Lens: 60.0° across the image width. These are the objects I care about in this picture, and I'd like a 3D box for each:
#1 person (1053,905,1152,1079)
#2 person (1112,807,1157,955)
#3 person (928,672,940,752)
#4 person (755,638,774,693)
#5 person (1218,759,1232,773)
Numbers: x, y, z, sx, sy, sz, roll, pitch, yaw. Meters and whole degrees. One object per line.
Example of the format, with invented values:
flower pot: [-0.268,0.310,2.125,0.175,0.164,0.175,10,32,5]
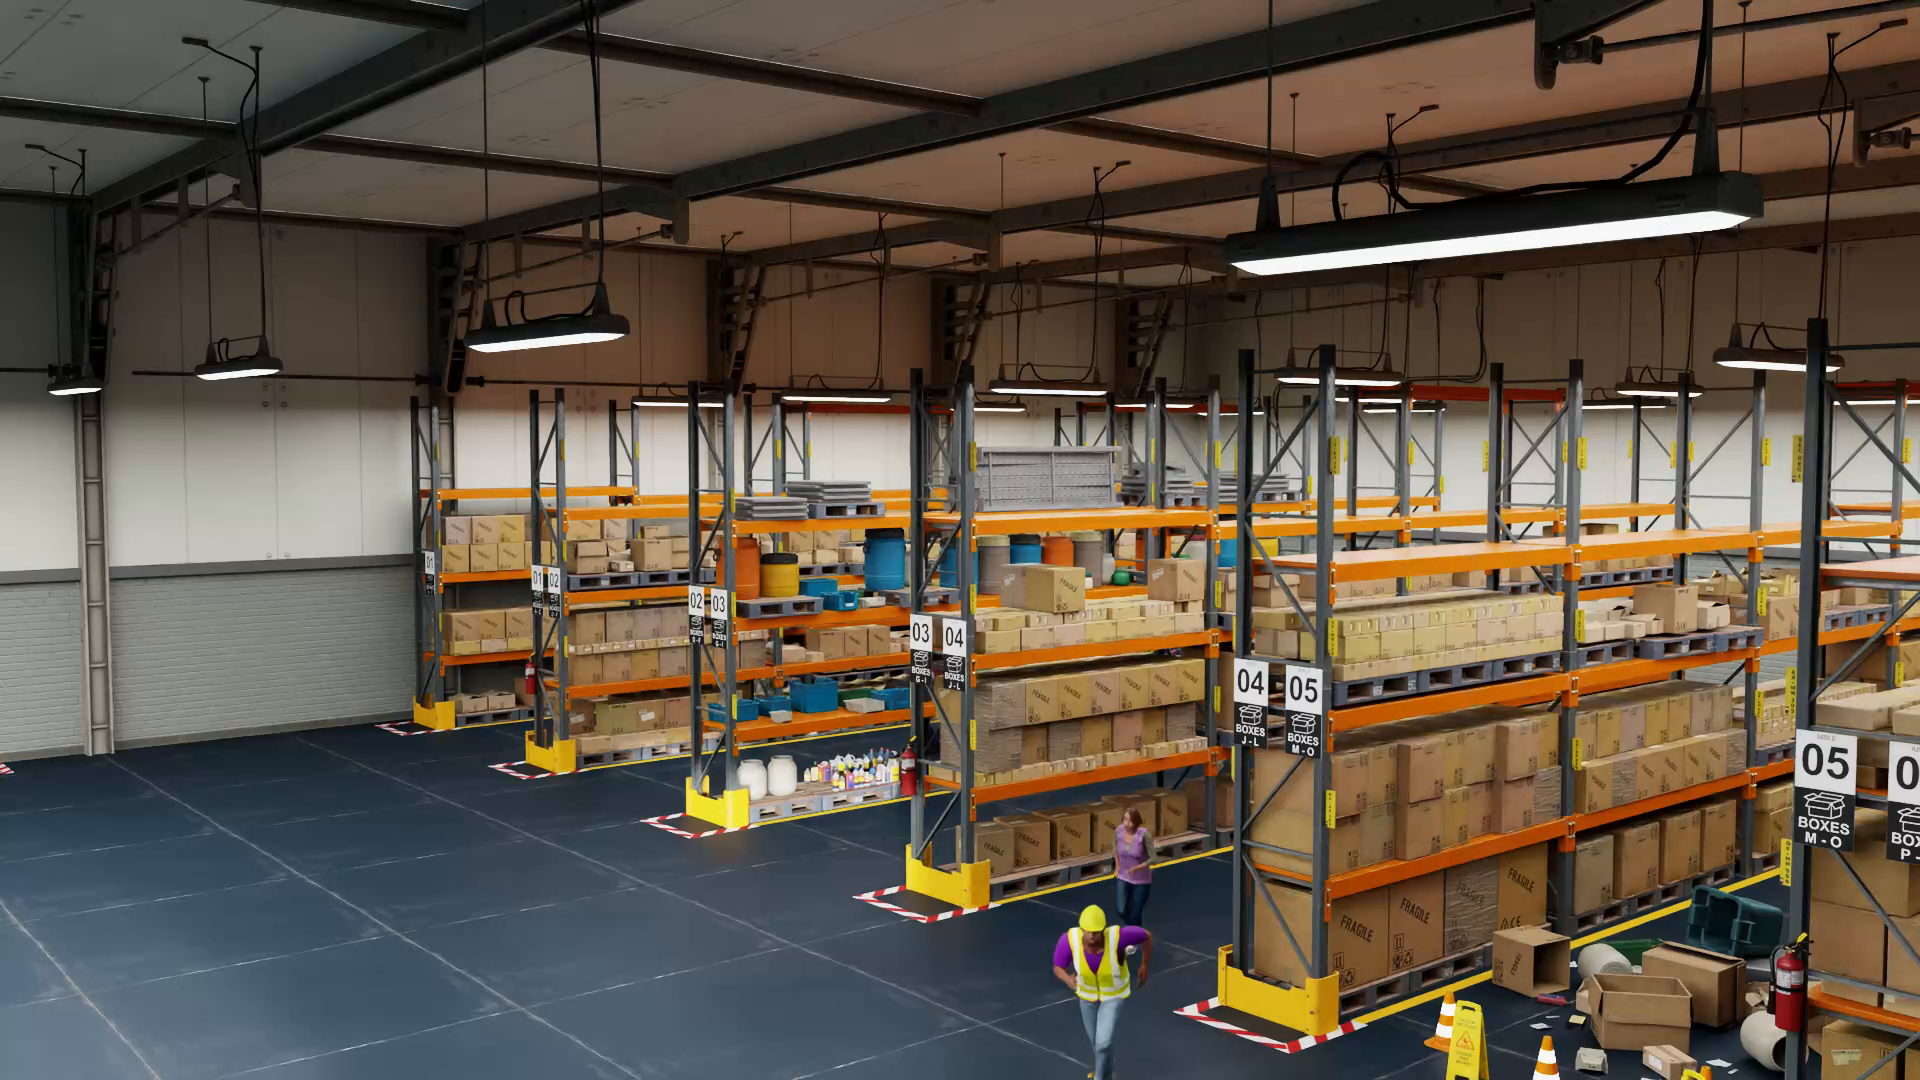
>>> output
person: [1.116,3.599,12.944,0.745,1.703,1.006,1,3,15]
person: [1.702,3.411,16.618,0.470,1.541,0.588,1,4,21]
person: [-0.588,2.734,27.449,0.758,1.599,0.621,-2,4,-32]
person: [-3.654,2.491,31.135,0.548,1.705,0.874,3,4,40]
person: [4.215,2.830,26.130,1.019,1.718,0.707,-3,5,-43]
